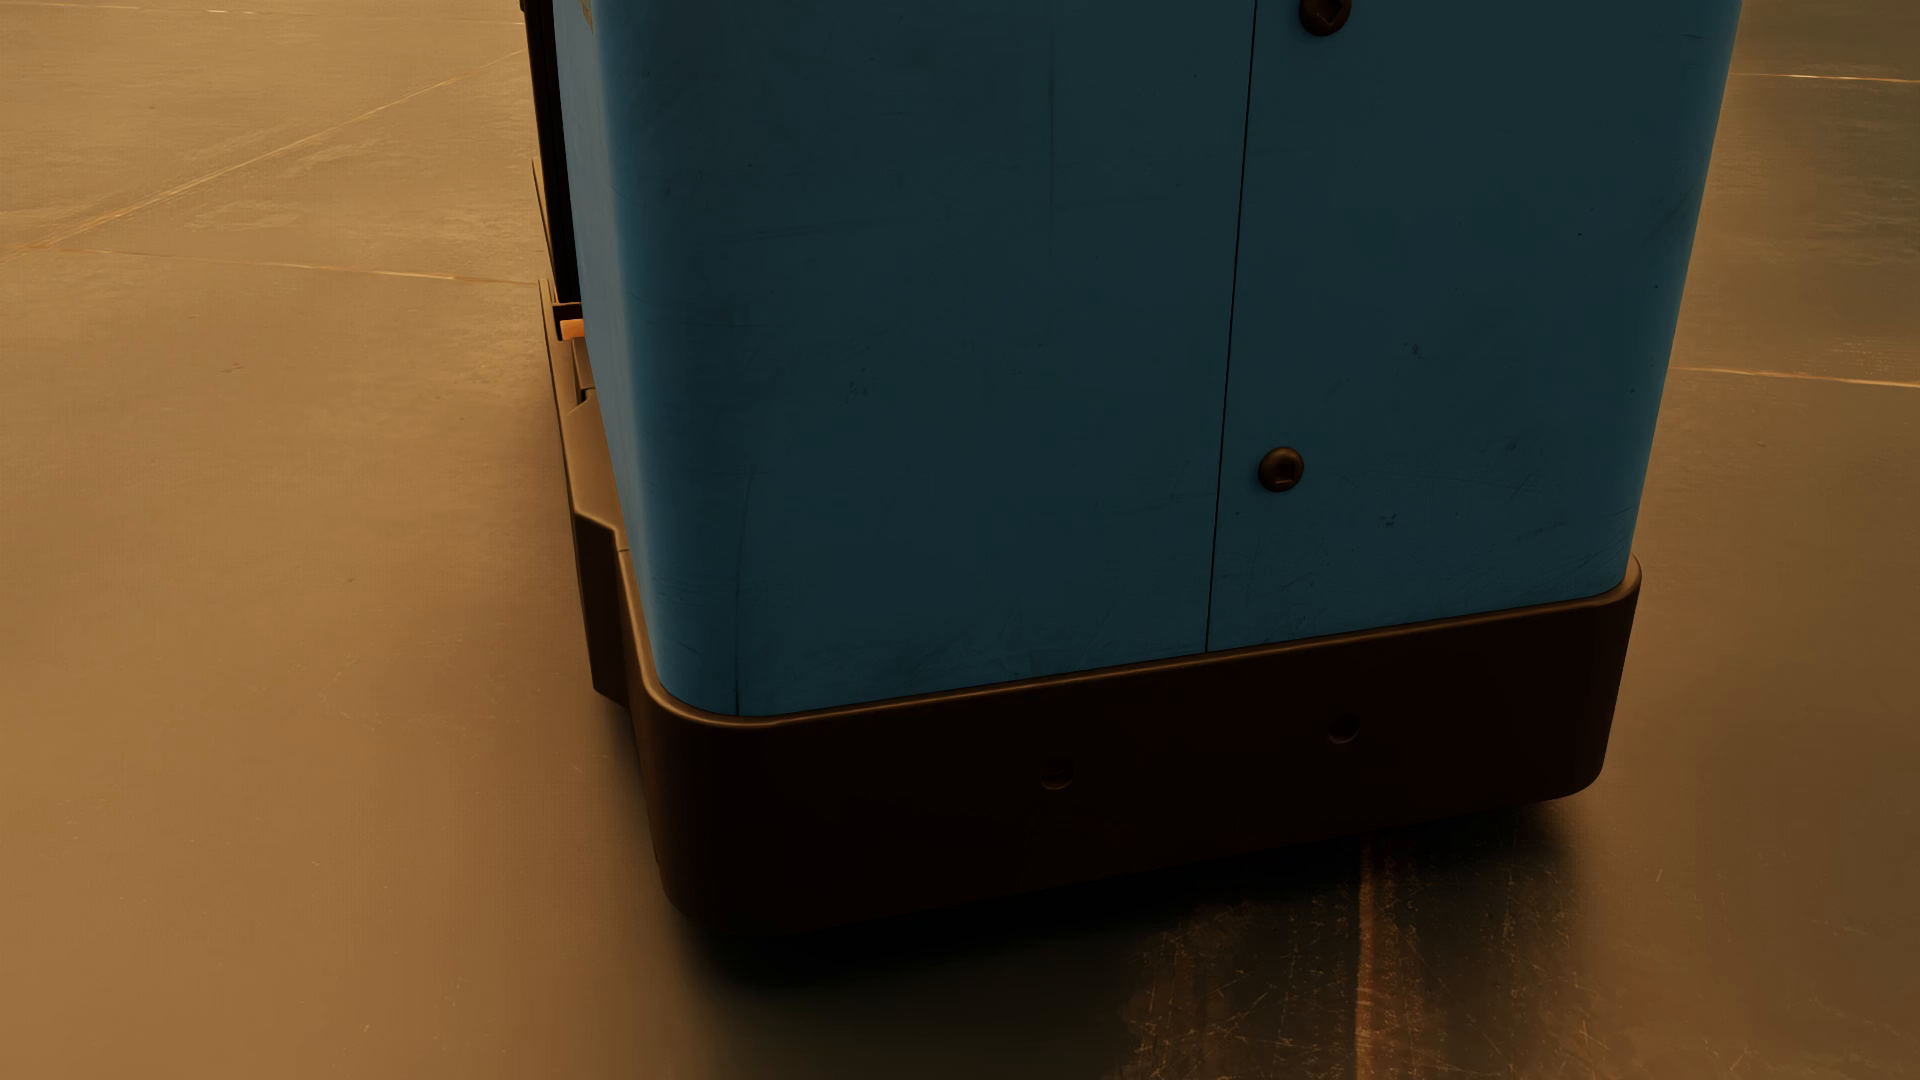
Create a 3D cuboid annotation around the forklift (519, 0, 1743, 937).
[{"bbox_3d":[-0.161,-1.574,2.366,1.130,2.935,3.031,-7,28,-14],"label":"forklift"}]
